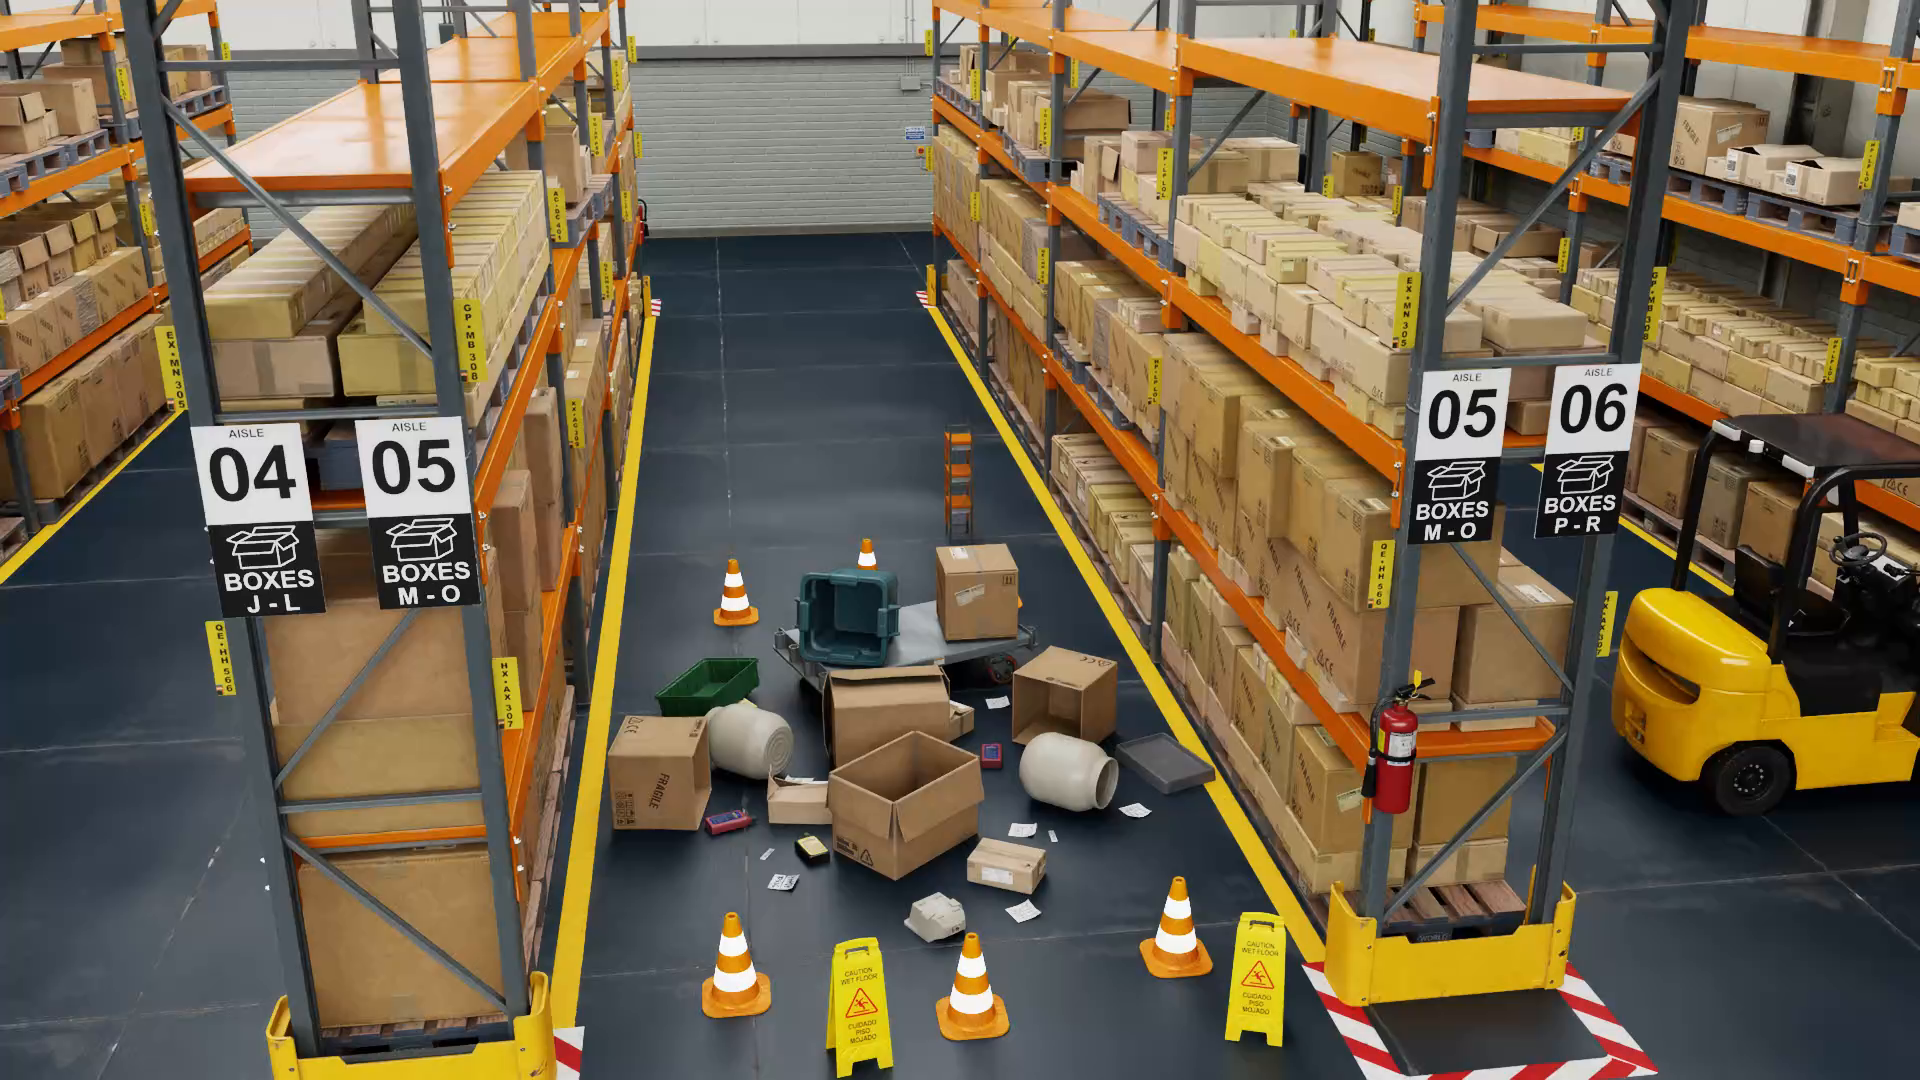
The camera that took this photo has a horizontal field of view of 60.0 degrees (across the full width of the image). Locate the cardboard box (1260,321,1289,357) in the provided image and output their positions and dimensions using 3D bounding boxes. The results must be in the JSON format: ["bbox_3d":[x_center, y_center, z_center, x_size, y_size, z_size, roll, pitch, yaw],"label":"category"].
[{"bbox_3d":[1.854,-1.102,9.025,0.380,0.149,0.250,-3,21,-8],"label":"cardboard box"}]

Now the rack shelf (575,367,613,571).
[{"bbox_3d":[-3.301,-0.631,12.720,1.077,0.370,4.000,-3,21,-8],"label":"rack shelf"}]

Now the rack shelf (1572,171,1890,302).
[{"bbox_3d":[6.494,-2.572,13.631,1.077,0.370,4.000,-3,21,-8],"label":"rack shelf"}]

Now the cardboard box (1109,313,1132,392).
[{"bbox_3d":[1.436,-1.442,12.696,0.500,0.500,0.500,-2,21,-6],"label":"cardboard box"}]

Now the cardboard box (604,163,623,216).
[{"bbox_3d":[-3.990,-3.868,18.363,0.500,0.500,0.500,-2,21,-6],"label":"cardboard box"}]

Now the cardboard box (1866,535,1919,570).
[{"bbox_3d":[6.605,0.172,11.443,0.500,0.250,0.500,-3,21,-8],"label":"cardboard box"}]

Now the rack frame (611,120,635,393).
[{"bbox_3d":[-4.166,-3.045,18.157,1.000,3.000,0.127,-3,21,-8],"label":"rack frame"}]

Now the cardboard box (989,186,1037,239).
[{"bbox_3d":[0.597,-3.504,17.812,0.500,0.500,0.500,-3,21,-8],"label":"cardboard box"}]

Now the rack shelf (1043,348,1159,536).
[{"bbox_3d":[1.582,-0.915,13.483,1.077,0.370,4.000,-3,21,-8],"label":"rack shelf"}]

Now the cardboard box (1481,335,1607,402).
[{"bbox_3d":[2.638,-0.837,7.746,0.500,0.250,0.500,-3,21,-9],"label":"cardboard box"}]

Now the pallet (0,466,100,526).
[{"bbox_3d":[-8.552,-0.416,15.101,1.003,0.211,1.213,-3,21,-8],"label":"pallet"}]

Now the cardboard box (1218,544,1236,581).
[{"bbox_3d":[1.774,0.126,10.024,0.380,0.149,0.250,-3,21,-7],"label":"cardboard box"}]

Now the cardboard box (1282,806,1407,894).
[{"bbox_3d":[2.061,1.642,8.938,0.500,0.250,0.500,-3,21,-8],"label":"cardboard box"}]

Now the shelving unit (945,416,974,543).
[{"bbox_3d":[-0.008,-0.510,14.156,0.215,1.050,0.252,-3,21,-8],"label":"shelving unit"}]

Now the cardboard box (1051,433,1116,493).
[{"bbox_3d":[1.366,-0.715,15.072,0.950,0.372,0.625,-4,21,-11],"label":"cardboard box"}]

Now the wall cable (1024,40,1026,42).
[{"bbox_3d":[2.549,-9.662,27.246,2.988,3.039,0.133,-3,21,-8],"label":"wall cable"}]

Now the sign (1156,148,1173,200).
[{"bbox_3d":[1.322,-2.363,10.740,0.100,0.325,0.005,-3,21,-8],"label":"sign"}]

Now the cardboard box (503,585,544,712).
[{"bbox_3d":[-2.592,0.524,8.387,0.875,0.550,0.550,-3,21,-8],"label":"cardboard box"}]

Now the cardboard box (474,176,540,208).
[{"bbox_3d":[-2.609,-1.982,9.499,0.380,0.149,0.250,-3,21,-8],"label":"cardboard box"}]

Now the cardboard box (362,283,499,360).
[{"bbox_3d":[-2.327,-0.964,7.343,0.500,0.250,0.500,-3,21,-8],"label":"cardboard box"}]

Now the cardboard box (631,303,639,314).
[{"bbox_3d":[-4.220,-2.904,20.827,0.380,0.149,0.250,-3,21,-7],"label":"cardboard box"}]

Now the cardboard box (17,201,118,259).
[{"bbox_3d":[-8.989,-3.126,16.797,0.797,0.503,0.637,-3,21,-9],"label":"cardboard box"}]

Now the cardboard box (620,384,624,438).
[{"bbox_3d":[-3.594,-1.295,16.443,0.500,0.500,0.500,-3,21,-9],"label":"cardboard box"}]

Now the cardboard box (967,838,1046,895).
[{"bbox_3d":[0.260,1.809,9.235,0.380,0.149,0.250,8,22,20],"label":"cardboard box"}]

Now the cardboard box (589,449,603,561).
[{"bbox_3d":[-3.462,-0.285,13.382,1.050,0.750,0.750,-3,21,-7],"label":"cardboard box"}]

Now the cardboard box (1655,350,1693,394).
[{"bbox_3d":[6.249,-1.428,14.042,0.500,0.250,0.500,-2,21,-6],"label":"cardboard box"}]

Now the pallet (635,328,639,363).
[{"bbox_3d":[-4.477,-2.393,20.396,1.003,0.211,1.213,-3,21,-8],"label":"pallet"}]

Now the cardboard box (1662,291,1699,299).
[{"bbox_3d":[6.178,-2.067,14.467,0.380,0.149,0.250,-3,21,-7],"label":"cardboard box"}]

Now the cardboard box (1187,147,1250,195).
[{"bbox_3d":[1.661,-2.520,11.363,0.500,0.250,0.500,-2,21,-7],"label":"cardboard box"}]

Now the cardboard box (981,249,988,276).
[{"bbox_3d":[0.520,-3.094,18.501,0.500,0.250,0.500,-3,21,-9],"label":"cardboard box"}]

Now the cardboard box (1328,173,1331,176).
[{"bbox_3d":[5.381,-4.890,22.884,0.500,0.250,0.500,-2,21,-6],"label":"cardboard box"}]

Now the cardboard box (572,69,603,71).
[{"bbox_3d":[-4.067,-5.094,18.285,0.380,0.149,0.250,-3,21,-8],"label":"cardboard box"}]

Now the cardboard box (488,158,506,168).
[{"bbox_3d":[-3.557,-2.654,12.207,0.500,0.311,0.500,-3,21,-9],"label":"cardboard box"}]

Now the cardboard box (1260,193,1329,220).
[{"bbox_3d":[2.132,-2.122,10.618,0.380,0.149,0.250,-2,21,-7],"label":"cardboard box"}]

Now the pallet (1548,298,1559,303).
[{"bbox_3d":[6.038,-2.338,16.537,1.213,0.211,1.003,-3,21,-8],"label":"pallet"}]

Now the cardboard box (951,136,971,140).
[{"bbox_3d":[0.090,-4.947,20.750,0.380,0.149,0.250,-3,21,-7],"label":"cardboard box"}]

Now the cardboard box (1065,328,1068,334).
[{"bbox_3d":[1.157,-1.902,14.855,0.380,0.149,0.250,-4,21,-11],"label":"cardboard box"}]

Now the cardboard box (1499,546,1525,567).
[{"bbox_3d":[2.576,0.282,8.681,0.500,0.500,0.500,-2,21,-6],"label":"cardboard box"}]

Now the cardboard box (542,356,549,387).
[{"bbox_3d":[-3.090,-0.962,11.008,0.700,0.500,0.500,-3,21,-9],"label":"cardboard box"}]

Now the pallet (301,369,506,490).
[{"bbox_3d":[-2.554,-0.510,7.209,1.003,0.211,1.213,-3,21,-8],"label":"pallet"}]

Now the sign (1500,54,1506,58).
[{"bbox_3d":[6.177,-5.443,18.987,0.100,0.325,0.005,-3,21,-8],"label":"sign"}]

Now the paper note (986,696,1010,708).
[{"bbox_3d":[0.259,1.100,11.300,0.148,0.019,0.142,-3,21,-8],"label":"paper note"}]

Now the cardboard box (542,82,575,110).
[{"bbox_3d":[-4.074,-4.154,16.091,0.797,0.503,0.637,-3,21,-8],"label":"cardboard box"}]

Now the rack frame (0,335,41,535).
[{"bbox_3d":[-8.512,-1.445,13.872,1.000,3.000,0.127,-3,21,-8],"label":"rack frame"}]

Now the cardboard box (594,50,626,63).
[{"bbox_3d":[-4.404,-6.086,20.940,0.380,0.149,0.250,-3,21,-8],"label":"cardboard box"}]

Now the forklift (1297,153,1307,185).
[{"bbox_3d":[3.038,-2.072,15.649,1.130,2.935,3.031,-3,21,-9],"label":"forklift"}]

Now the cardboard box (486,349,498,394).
[{"bbox_3d":[-2.242,-0.731,7.290,0.380,0.149,0.250,-3,21,-8],"label":"cardboard box"}]

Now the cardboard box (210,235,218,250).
[{"bbox_3d":[-9.102,-3.547,19.860,0.380,0.149,0.250,-3,21,-8],"label":"cardboard box"}]

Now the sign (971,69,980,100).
[{"bbox_3d":[0.168,-4.986,18.213,0.100,0.325,0.005,-3,21,-8],"label":"sign"}]

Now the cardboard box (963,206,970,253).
[{"bbox_3d":[0.318,-3.702,19.773,0.500,0.500,0.500,-3,21,-9],"label":"cardboard box"}]

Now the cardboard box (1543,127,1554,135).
[{"bbox_3d":[5.885,-4.012,16.102,0.380,0.149,0.250,-2,21,-7],"label":"cardboard box"}]

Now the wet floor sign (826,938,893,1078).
[{"bbox_3d":[-0.473,2.123,7.685,0.267,0.644,0.232,-7,21,-17],"label":"wet floor sign"}]

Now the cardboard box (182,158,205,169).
[{"bbox_3d":[-9.335,-4.480,20.715,0.500,0.500,0.500,-3,21,-7],"label":"cardboard box"}]

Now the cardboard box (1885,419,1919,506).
[{"bbox_3d":[6.679,-0.512,11.232,0.500,0.500,0.500,-3,21,-7],"label":"cardboard box"}]

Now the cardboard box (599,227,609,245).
[{"bbox_3d":[-3.876,-3.181,17.428,0.380,0.149,0.250,-4,21,-9],"label":"cardboard box"}]

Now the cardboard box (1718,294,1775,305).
[{"bbox_3d":[6.761,-2.009,14.313,0.380,0.149,0.250,-3,21,-9],"label":"cardboard box"}]
